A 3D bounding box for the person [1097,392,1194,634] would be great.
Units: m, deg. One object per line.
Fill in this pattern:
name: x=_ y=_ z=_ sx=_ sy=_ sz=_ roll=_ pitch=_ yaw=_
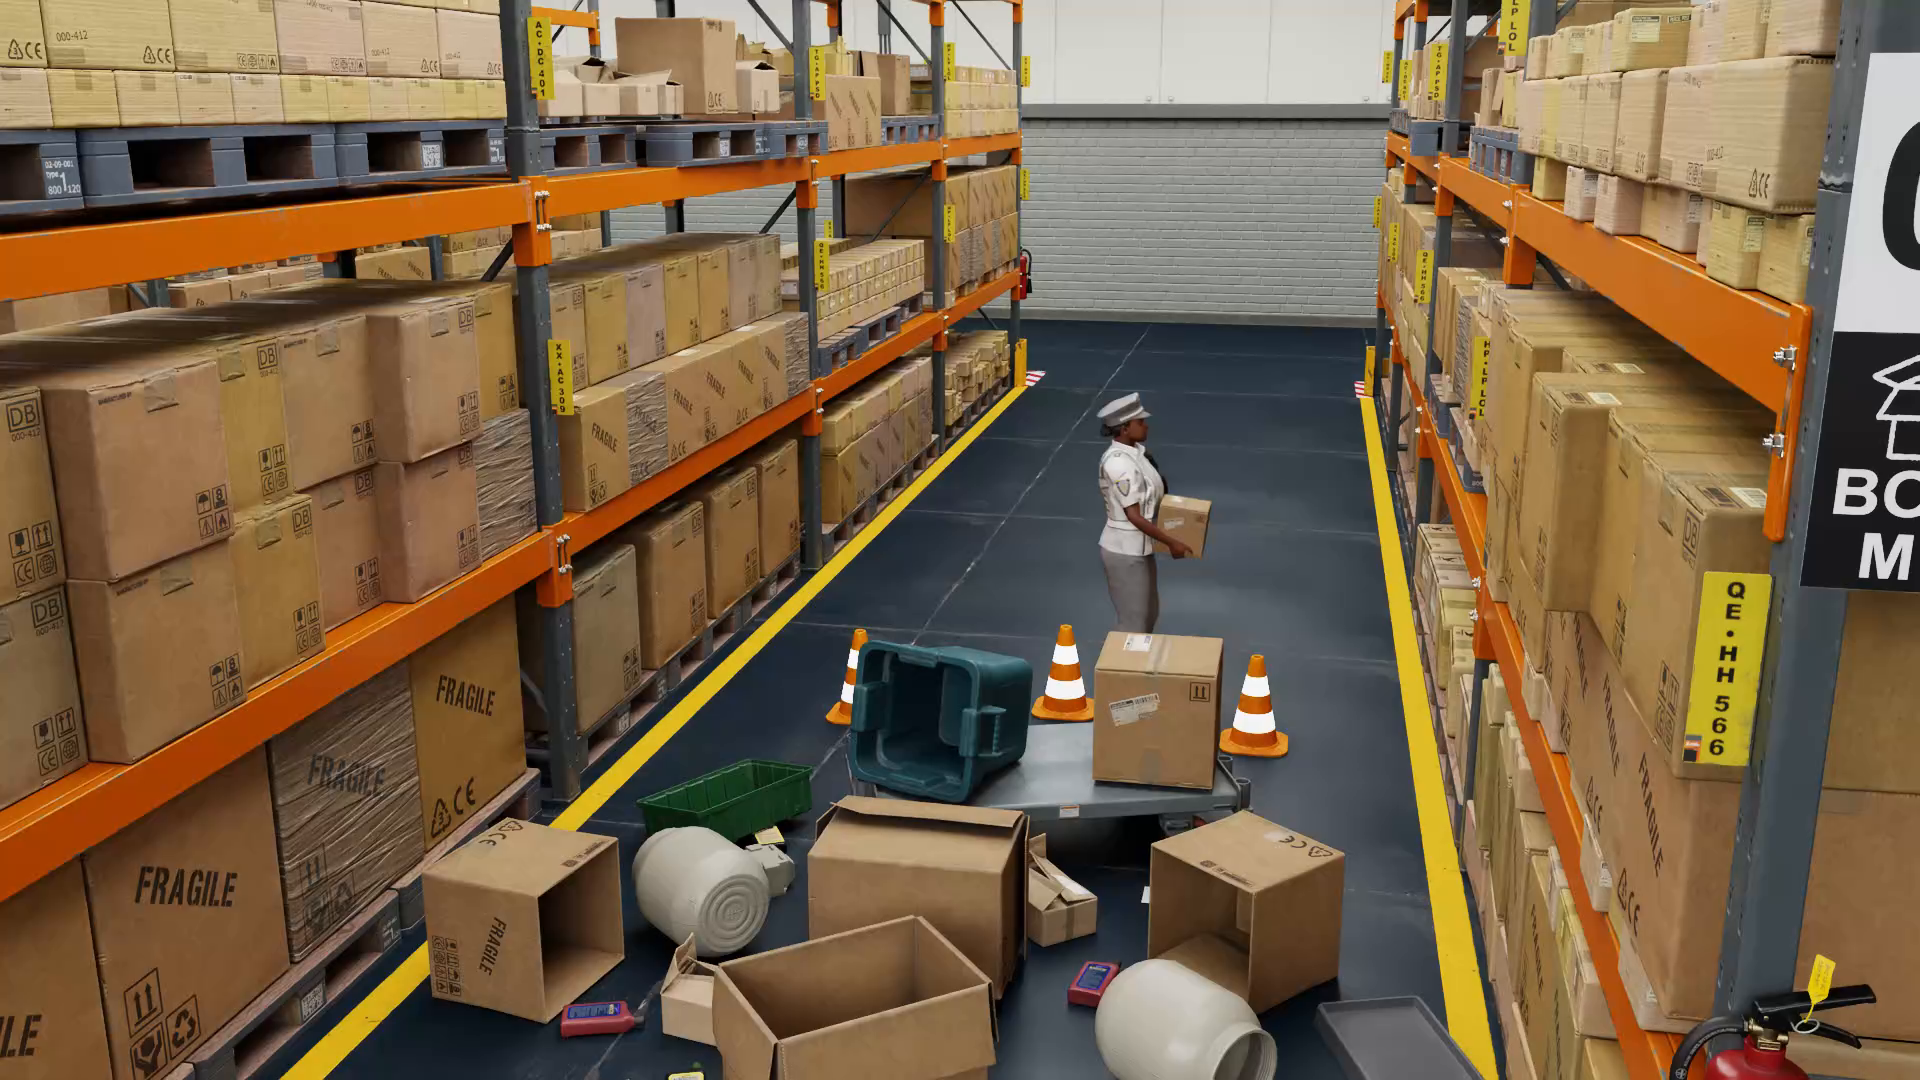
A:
person: x=0.966 y=0.067 z=8.707 sx=0.534 sy=1.688 sz=0.450 roll=3 pitch=15 yaw=12
